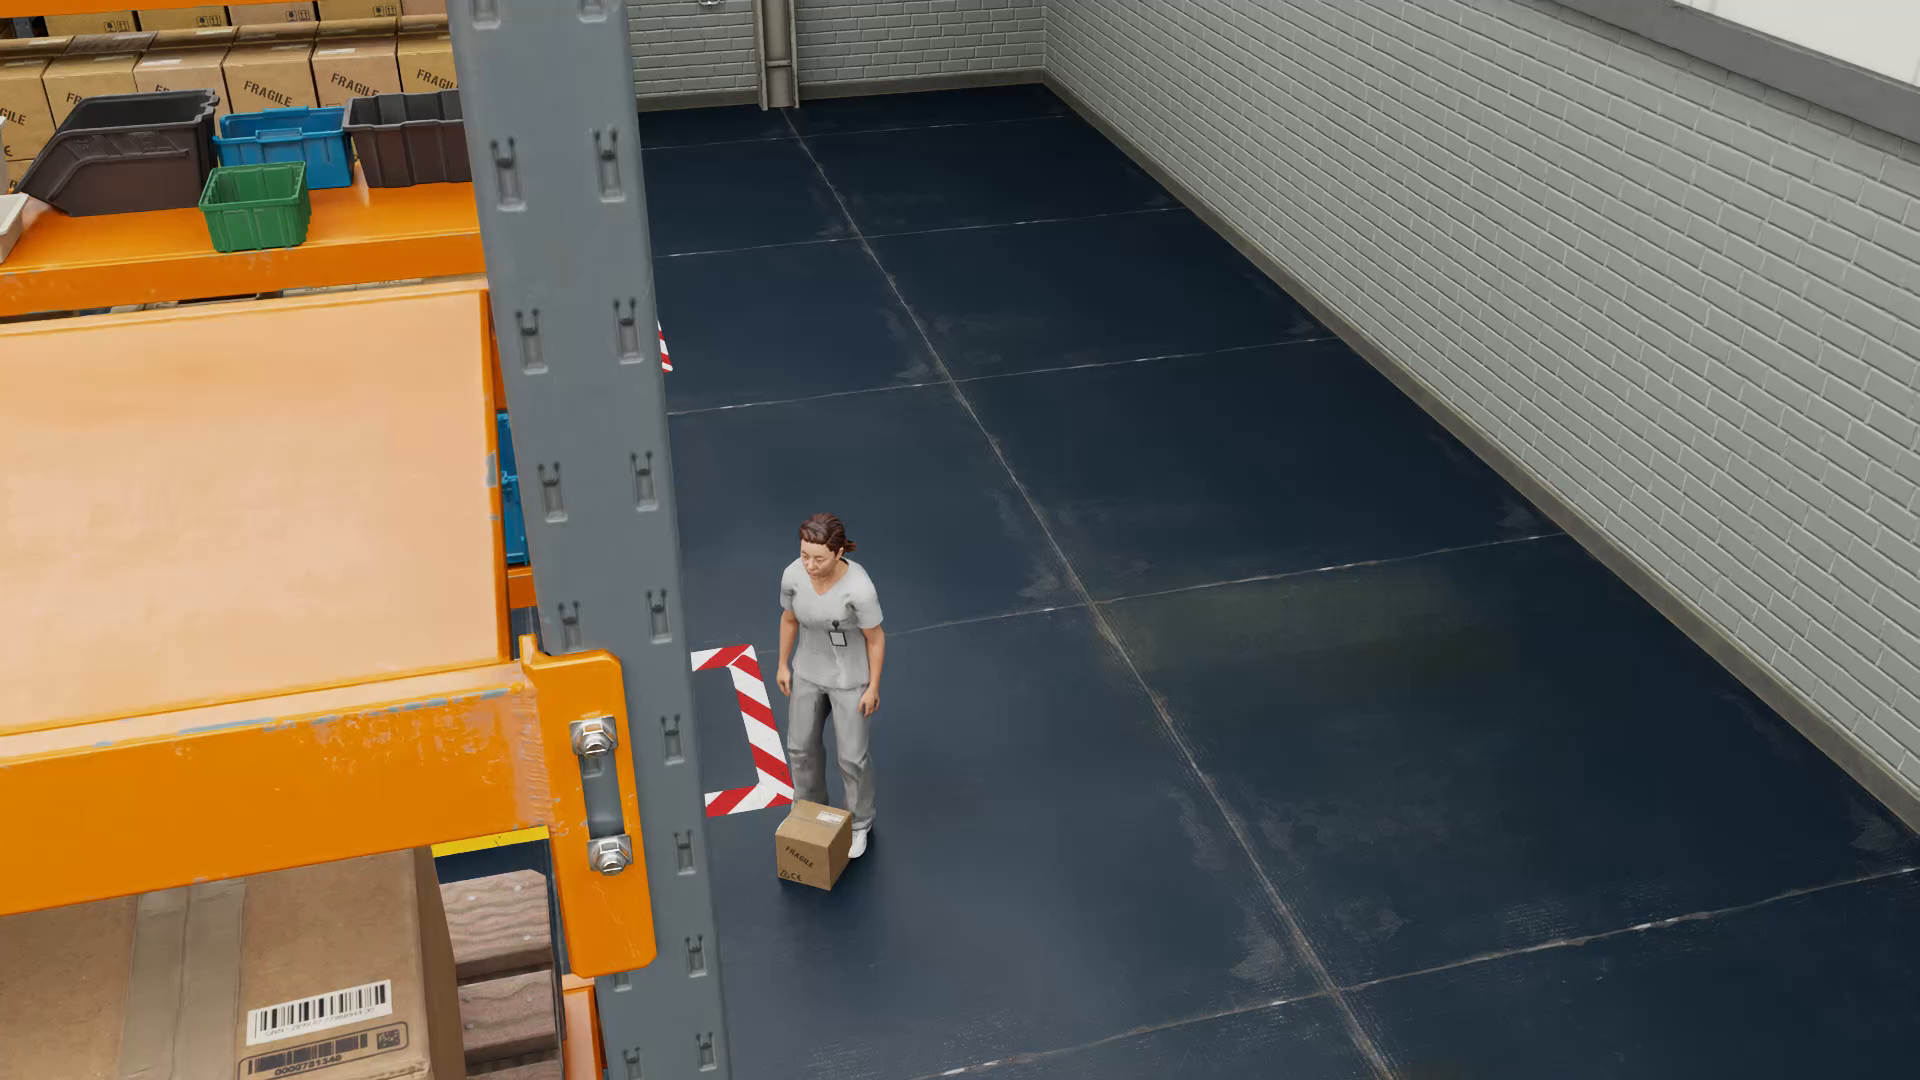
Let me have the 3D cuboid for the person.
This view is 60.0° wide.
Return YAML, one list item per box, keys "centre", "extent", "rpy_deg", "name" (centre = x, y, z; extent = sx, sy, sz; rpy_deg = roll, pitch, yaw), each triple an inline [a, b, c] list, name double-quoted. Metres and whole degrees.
- centre: [-0.554, 0.599, 7.110]
  extent: [0.485, 1.672, 0.360]
  rpy_deg: [12, 32, 19]
  name: "person"
